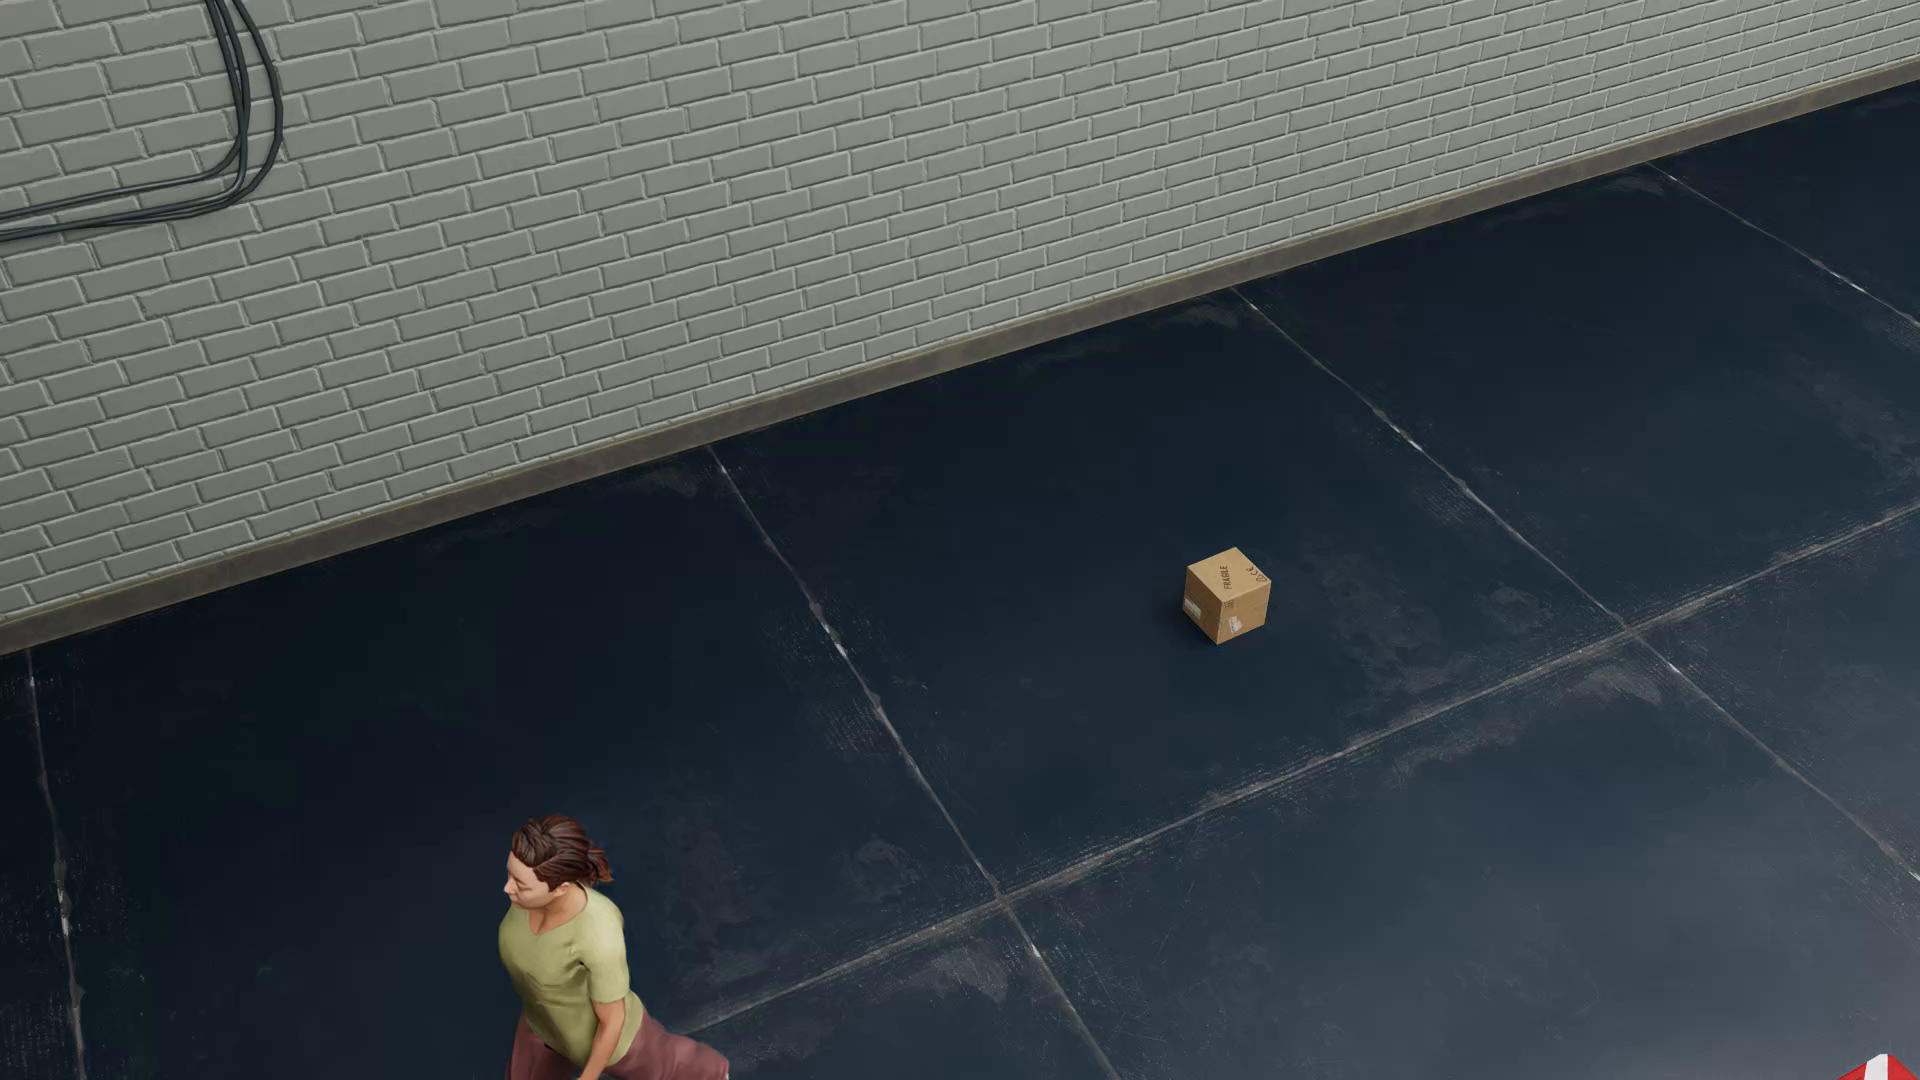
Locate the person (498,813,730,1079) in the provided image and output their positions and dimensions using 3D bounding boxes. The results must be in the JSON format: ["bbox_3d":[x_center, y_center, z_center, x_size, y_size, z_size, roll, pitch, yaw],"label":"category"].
[{"bbox_3d":[-1.099,1.374,4.581,0.457,1.607,1.021,29,49,29],"label":"person"}]
